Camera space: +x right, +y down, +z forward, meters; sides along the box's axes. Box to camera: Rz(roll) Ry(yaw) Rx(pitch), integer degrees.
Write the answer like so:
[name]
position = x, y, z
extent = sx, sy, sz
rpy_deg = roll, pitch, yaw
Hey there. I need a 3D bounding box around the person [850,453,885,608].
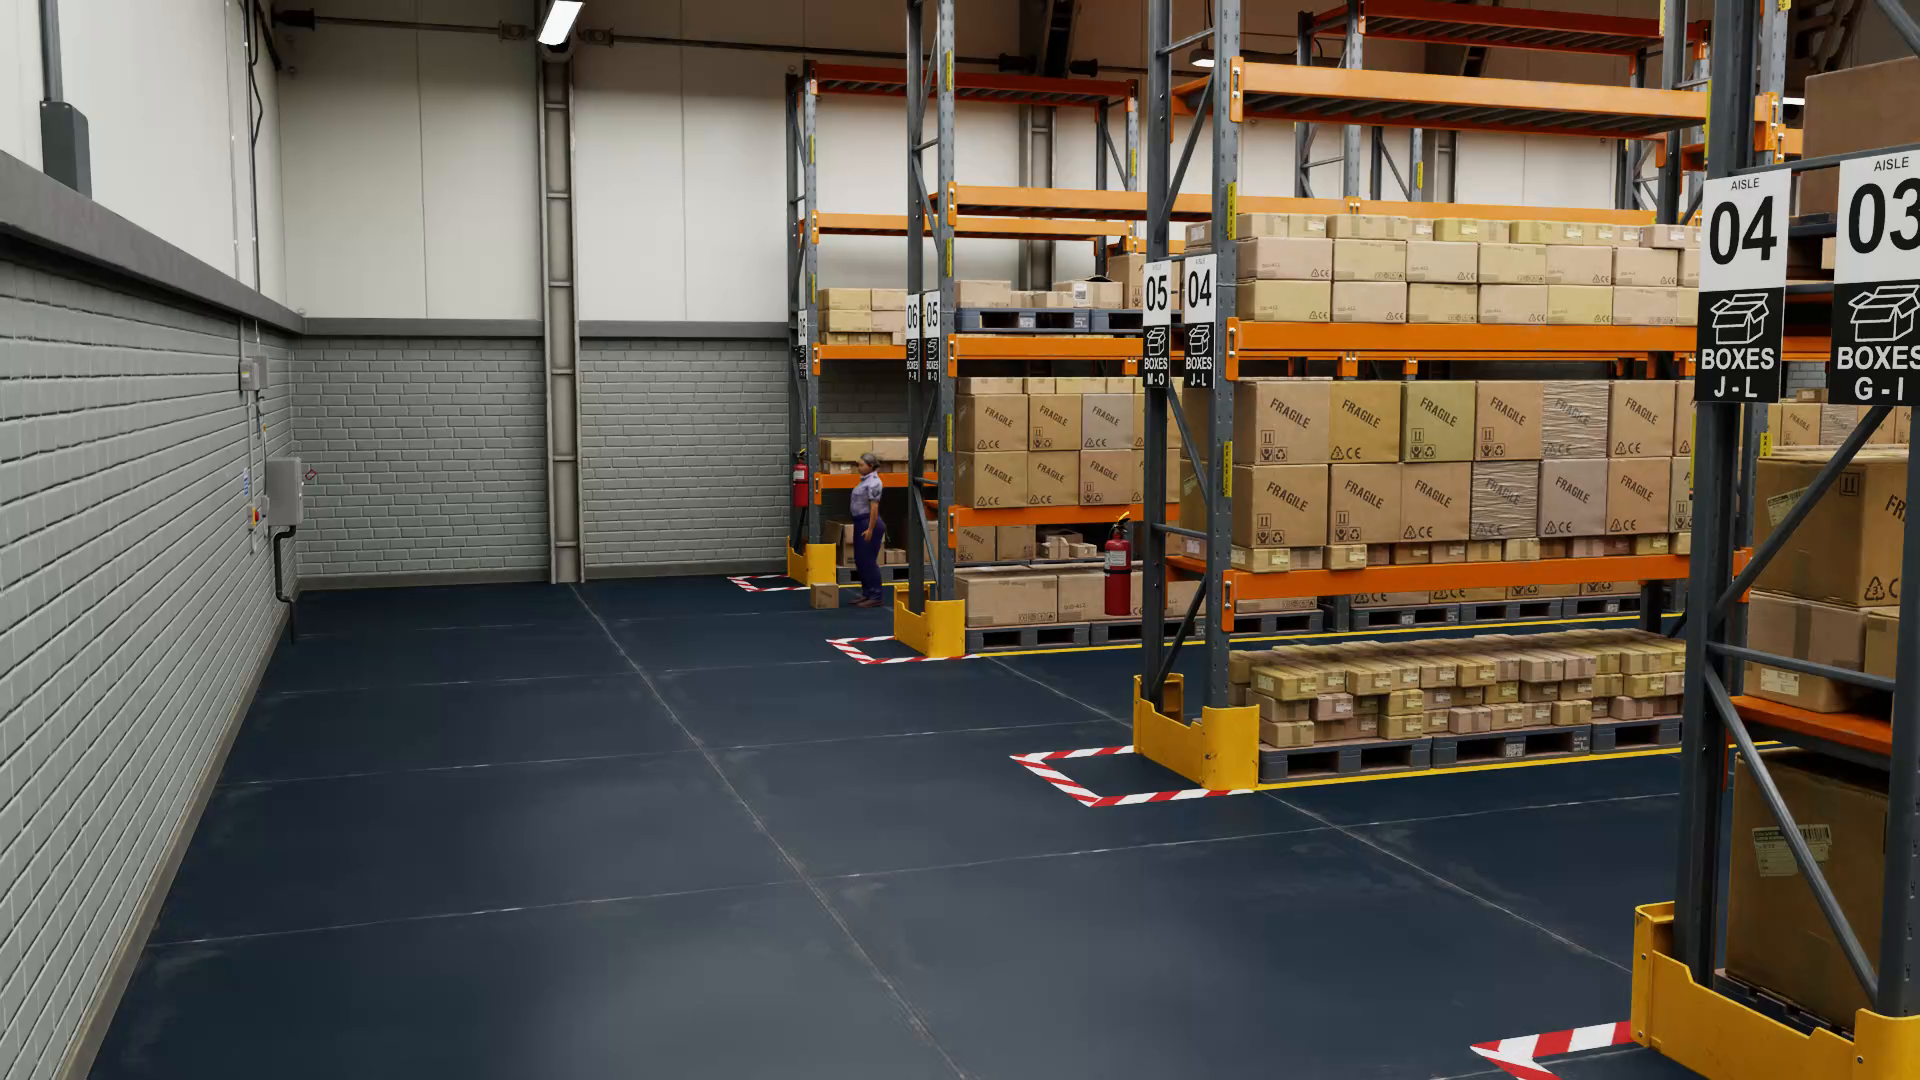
[person]
position = -0.987, -0.112, 17.777
extent = 0.342, 1.644, 0.470
rpy_deg = -2, 6, -18
